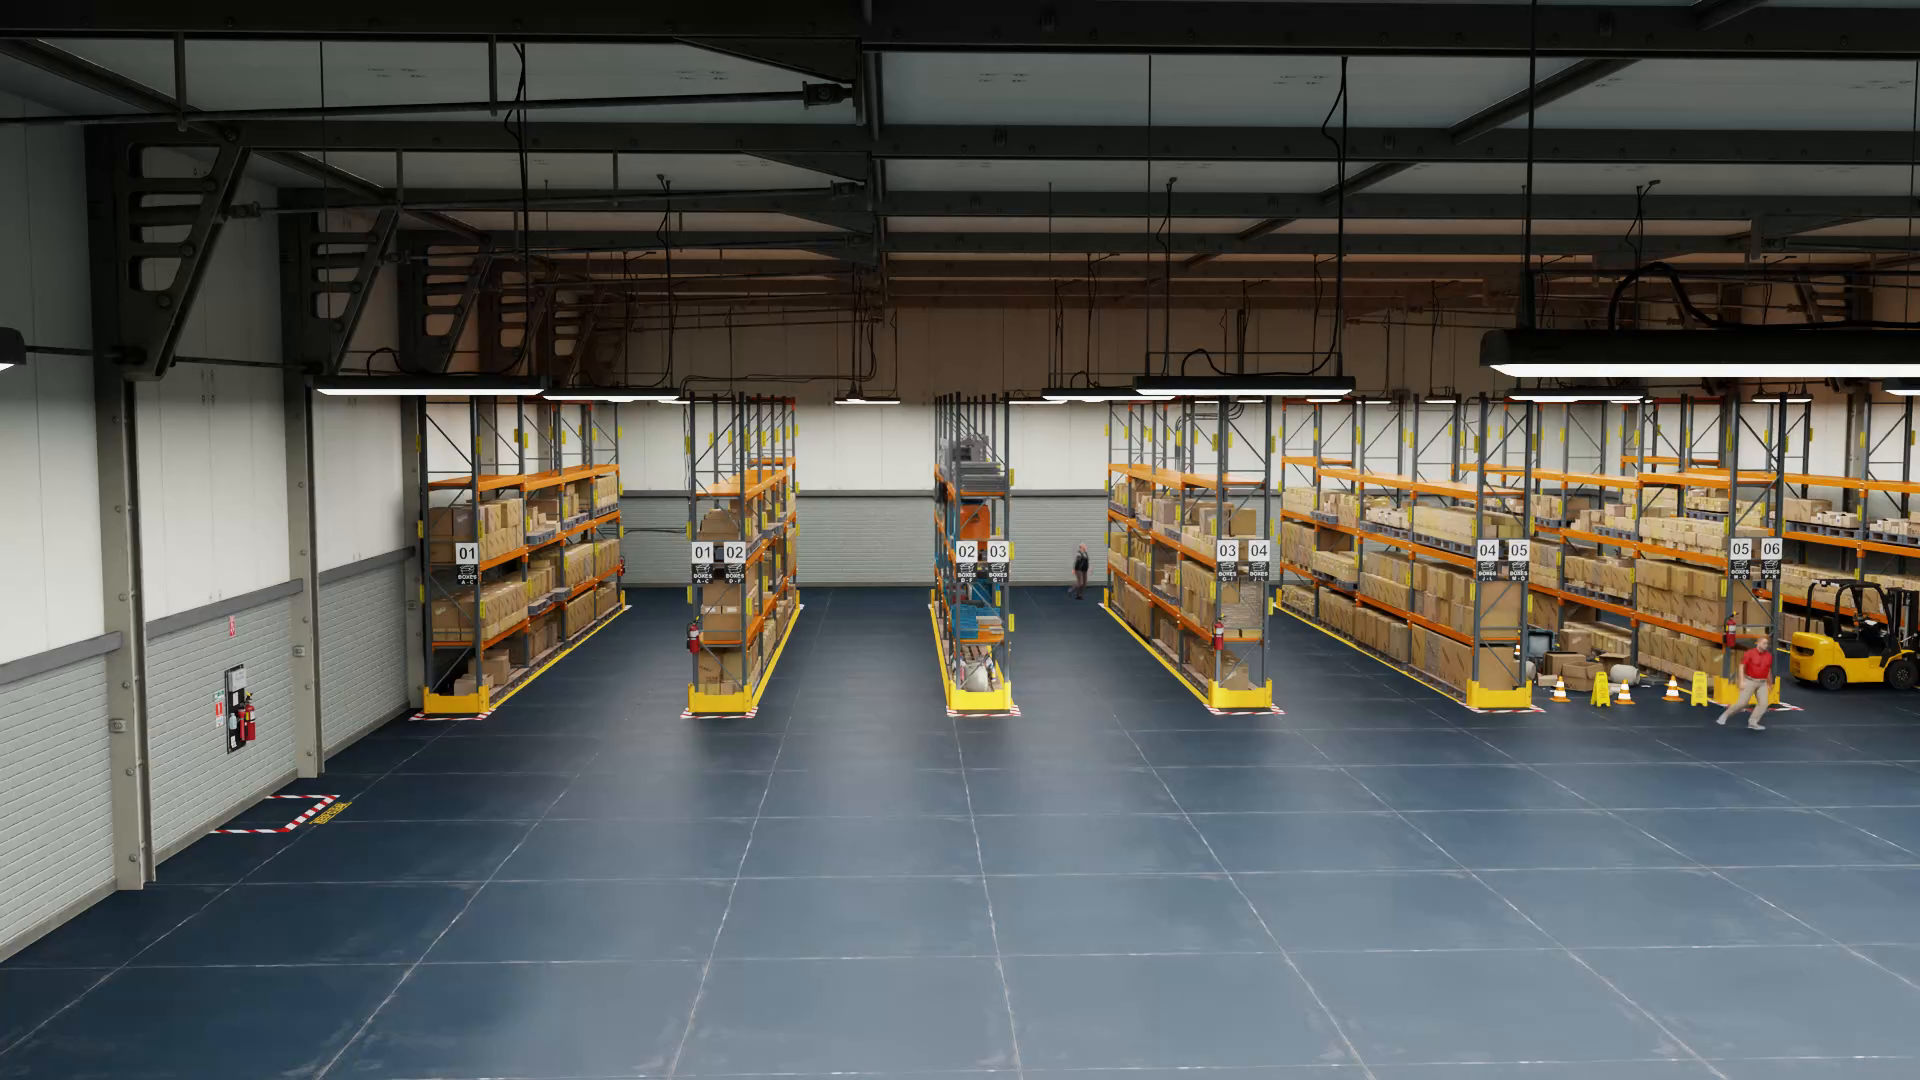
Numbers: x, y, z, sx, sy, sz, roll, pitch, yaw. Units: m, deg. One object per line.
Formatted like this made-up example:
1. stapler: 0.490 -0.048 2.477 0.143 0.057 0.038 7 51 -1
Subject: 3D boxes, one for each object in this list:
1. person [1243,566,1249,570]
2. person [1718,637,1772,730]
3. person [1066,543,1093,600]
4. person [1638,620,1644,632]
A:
1. person: 7.986 1.259 45.346 0.696 1.711 0.793 -1 5 -7
2. person: 13.964 2.523 29.500 0.835 1.652 0.635 -1 5 -10
3. person: 3.530 0.938 49.368 0.647 1.717 0.693 3 6 35
4. person: 16.620 1.689 40.105 0.597 1.658 0.942 0 5 -6
